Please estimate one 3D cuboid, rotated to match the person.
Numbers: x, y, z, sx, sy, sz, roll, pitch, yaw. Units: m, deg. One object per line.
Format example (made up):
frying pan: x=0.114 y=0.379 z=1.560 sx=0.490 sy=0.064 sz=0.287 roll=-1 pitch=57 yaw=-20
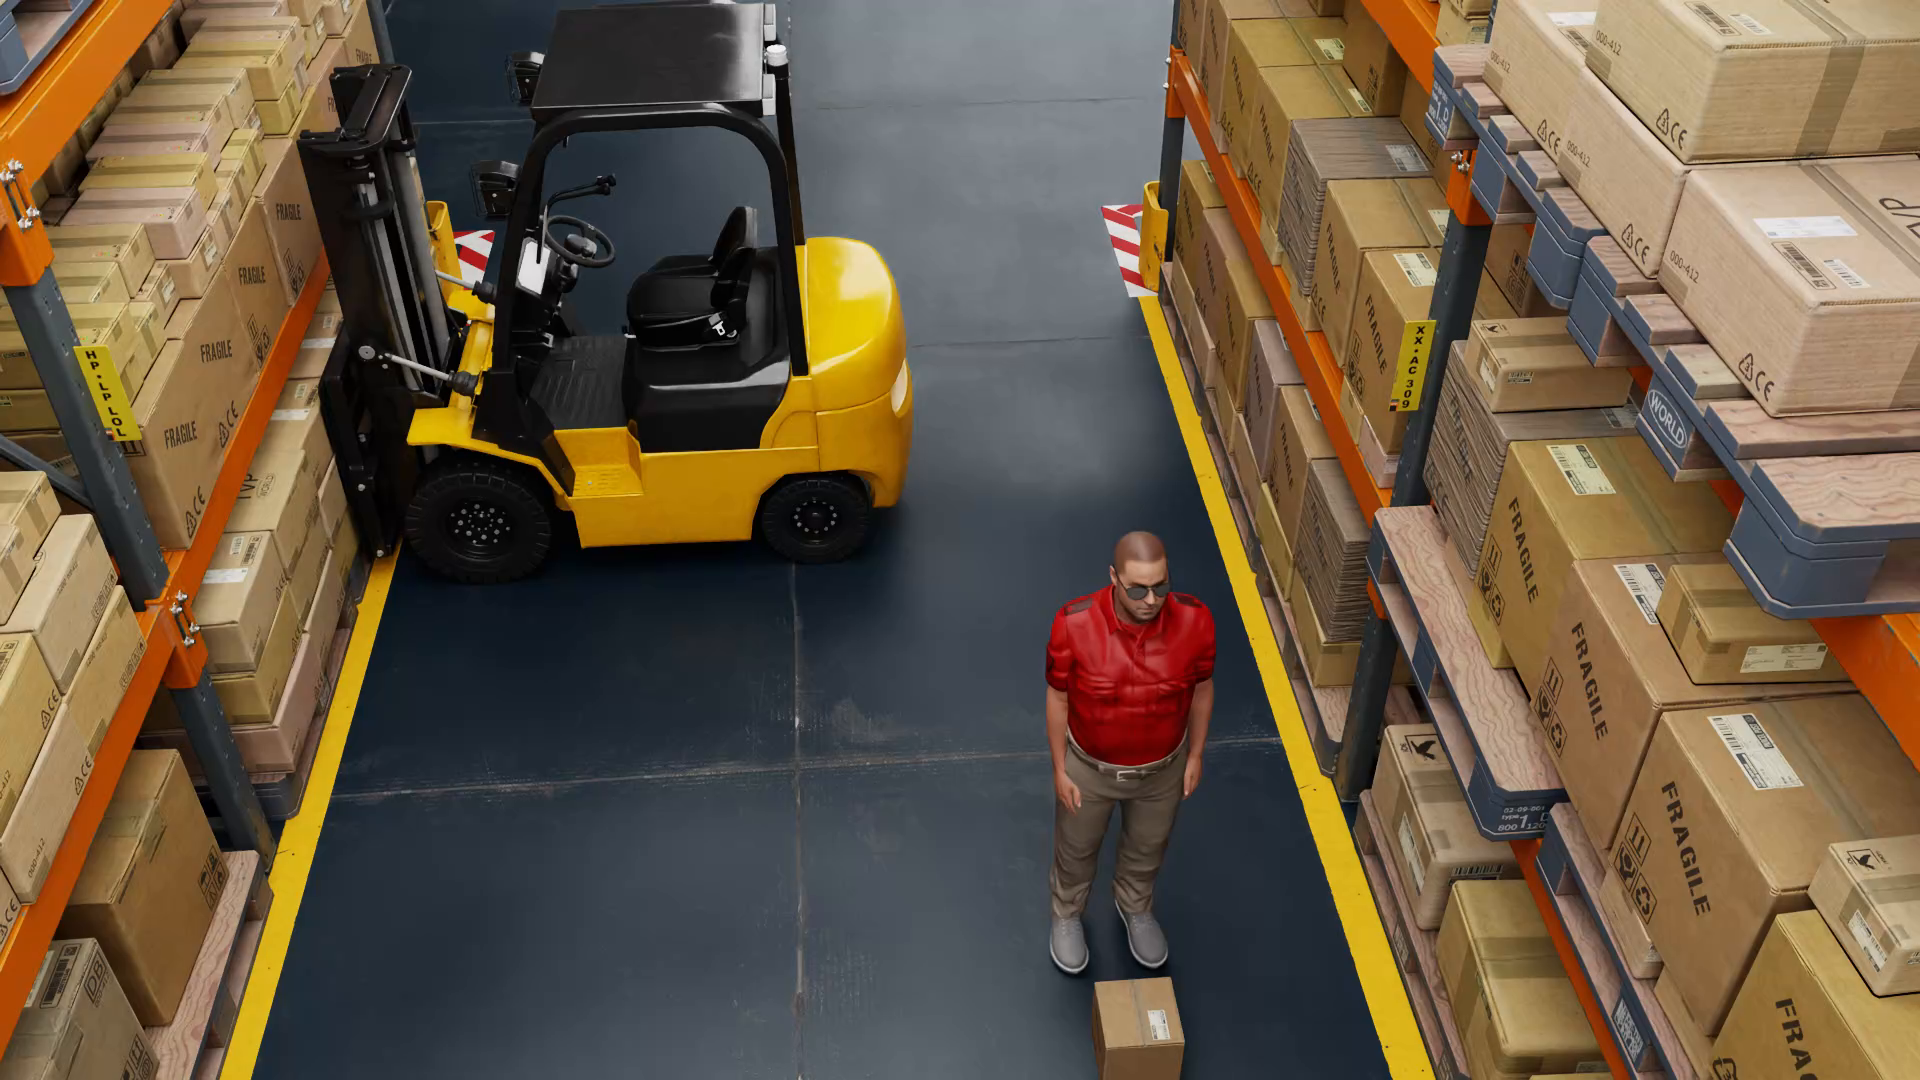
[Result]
person: x=0.532 y=0.706 z=5.277 sx=0.531 sy=1.728 sz=0.359 roll=-3 pitch=39 yaw=-4
